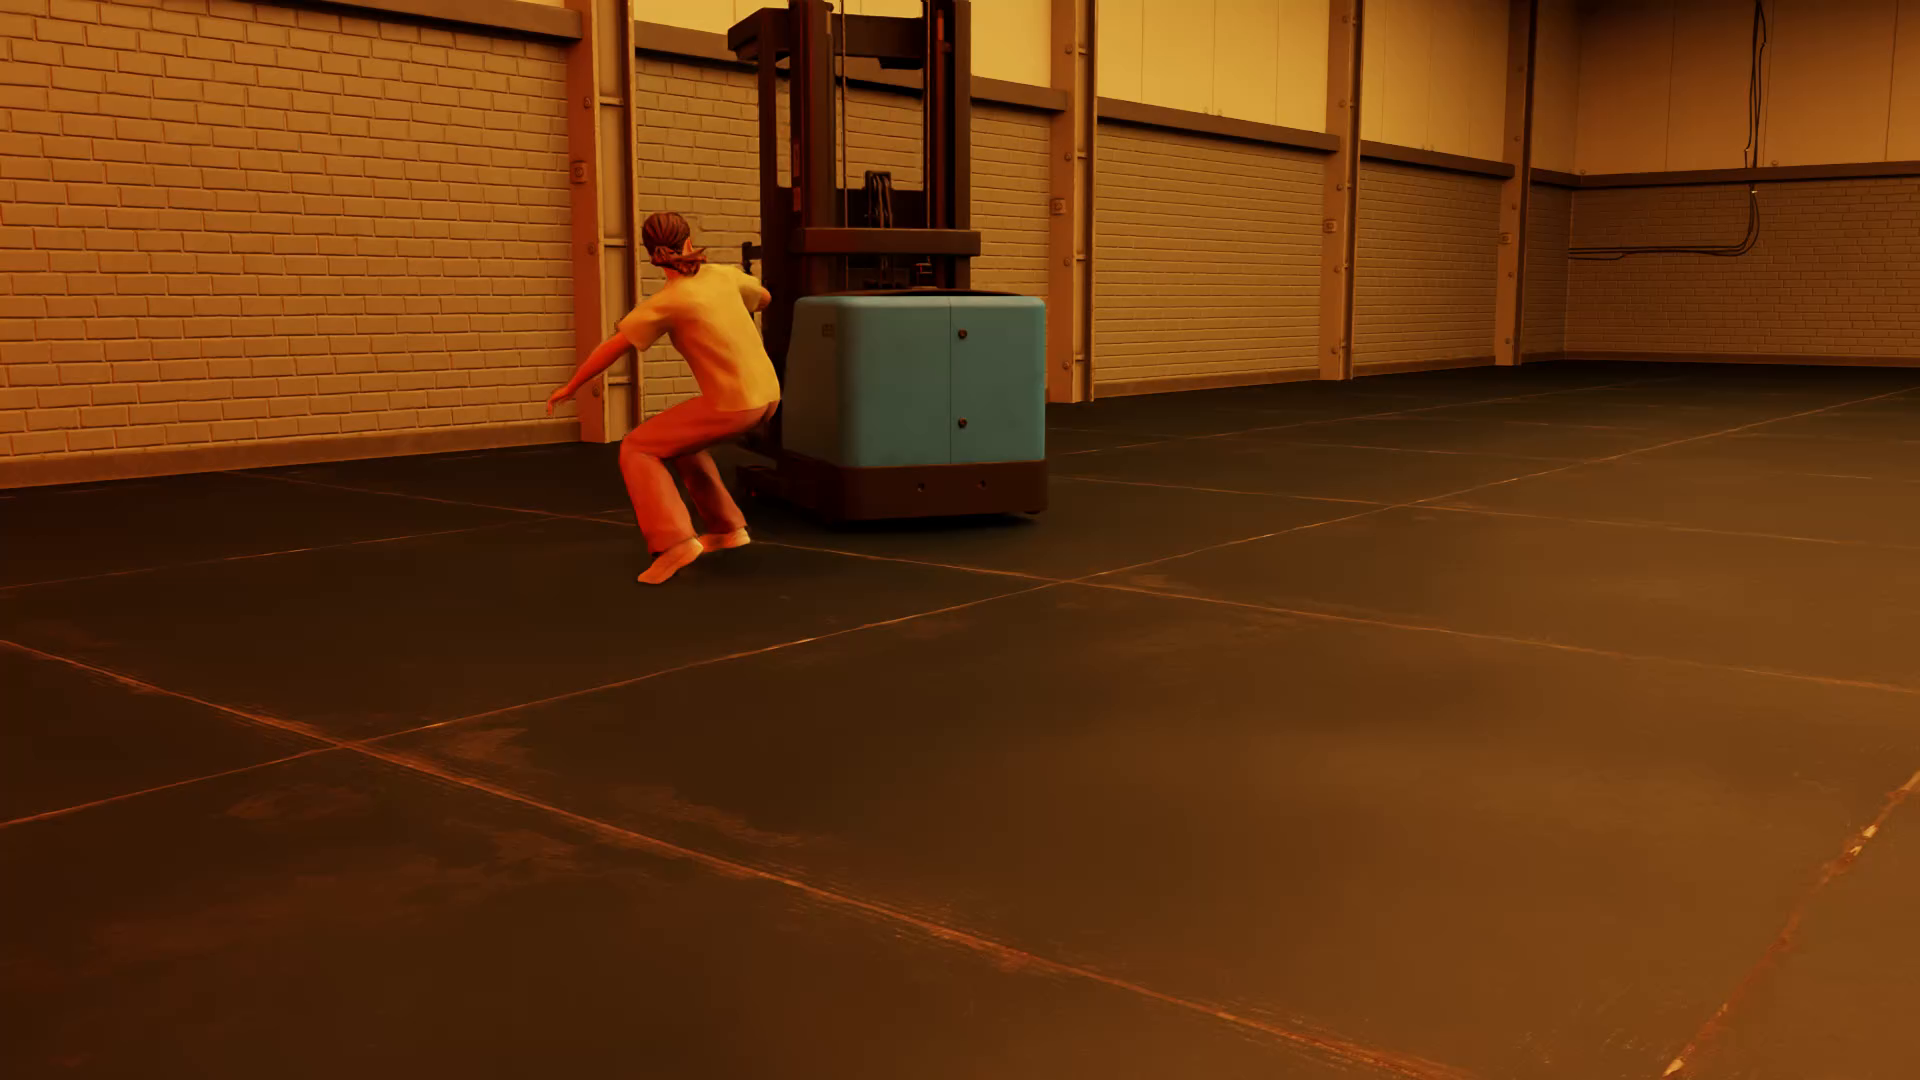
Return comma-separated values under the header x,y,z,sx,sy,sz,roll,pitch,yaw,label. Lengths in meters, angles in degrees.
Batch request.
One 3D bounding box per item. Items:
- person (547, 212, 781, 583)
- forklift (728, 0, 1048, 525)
x,y,z,sx,sy,sz,roll,pitch,yaw,label
-1.111,-0.564,6.528,0.796,1.417,0.722,4,9,25,person
-0.589,-1.696,8.872,1.130,2.935,3.031,-3,9,-21,forklift
